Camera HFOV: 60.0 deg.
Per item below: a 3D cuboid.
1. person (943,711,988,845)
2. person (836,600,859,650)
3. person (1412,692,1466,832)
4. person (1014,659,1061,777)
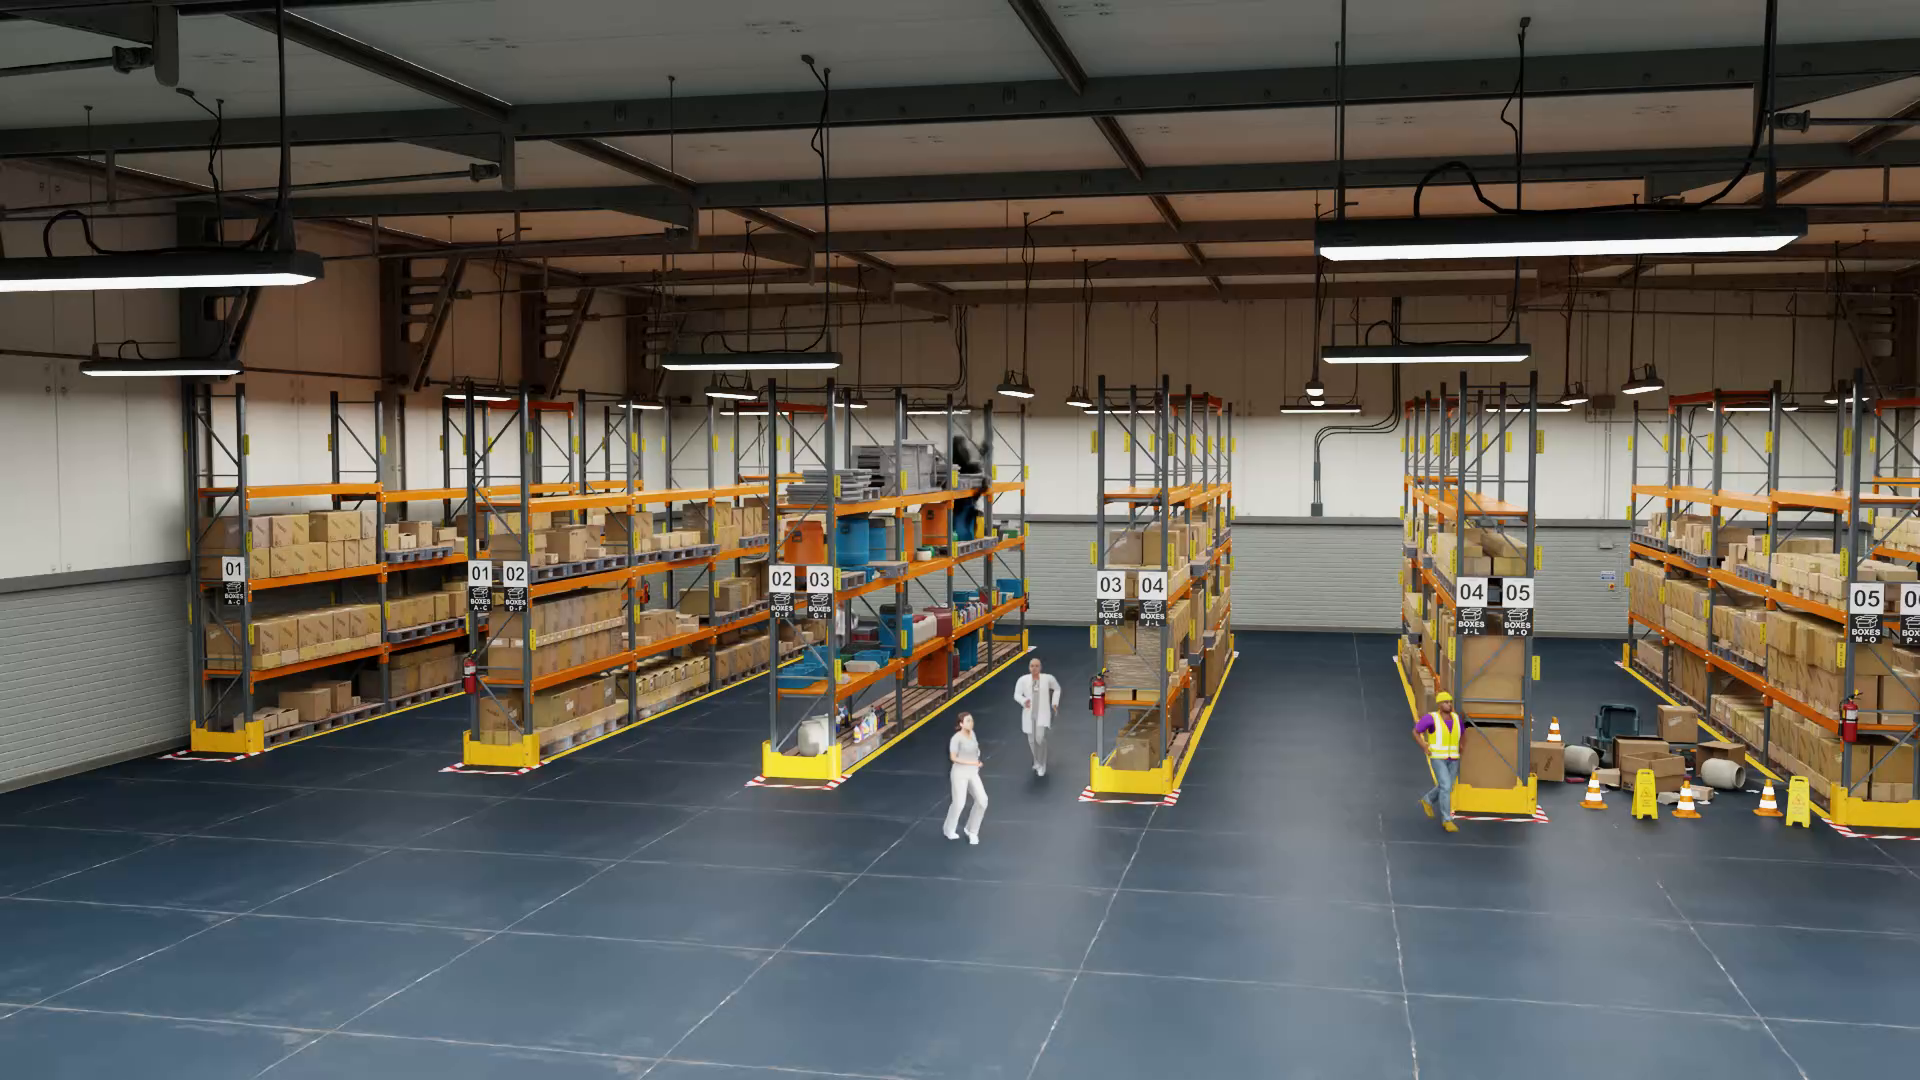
[{"bbox_3d":[0.080,2.993,20.827,0.580,1.716,0.712,-3,4,-43],"label":"person"},{"bbox_3d":[-2.561,2.052,36.193,0.628,1.777,0.694,0,3,8],"label":"person"},{"bbox_3d":[6.351,2.885,21.858,0.753,1.783,0.831,-1,3,-16],"label":"person"},{"bbox_3d":[1.154,2.682,25.176,0.661,1.785,0.839,1,3,13],"label":"person"}]
